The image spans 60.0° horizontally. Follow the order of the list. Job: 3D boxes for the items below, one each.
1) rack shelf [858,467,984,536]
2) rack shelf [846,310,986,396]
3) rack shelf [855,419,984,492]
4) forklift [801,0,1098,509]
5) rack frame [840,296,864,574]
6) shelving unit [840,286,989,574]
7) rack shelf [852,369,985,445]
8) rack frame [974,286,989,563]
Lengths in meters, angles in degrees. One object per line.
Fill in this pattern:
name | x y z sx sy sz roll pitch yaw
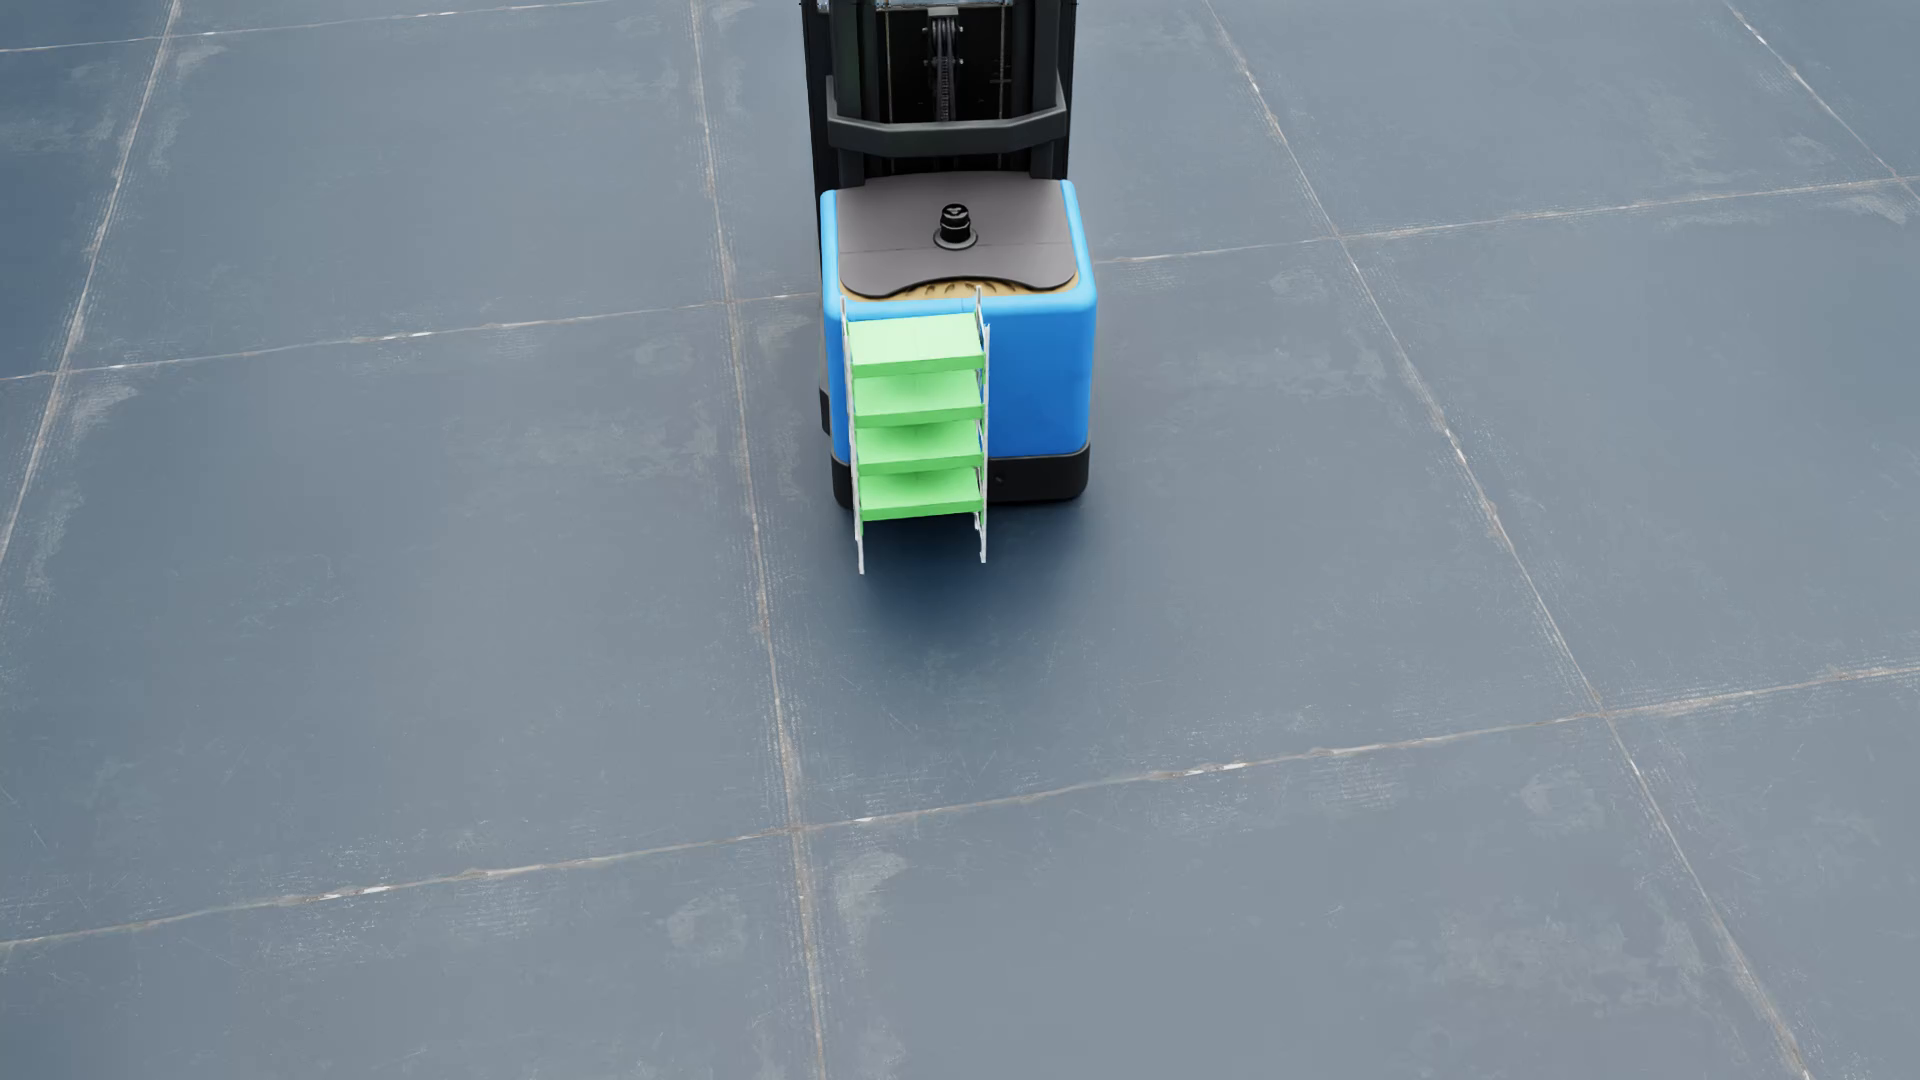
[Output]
rack shelf | -0.162 -0.177 6.509 0.480 0.148 0.258 -5 46 -5
rack shelf | -0.162 -0.676 5.991 0.480 0.148 0.258 -5 46 -5
rack shelf | -0.162 -0.343 6.336 0.480 0.148 0.258 -5 46 -5
forklift | -0.102 -2.201 6.835 1.130 2.935 3.031 -3 46 -3
rack frame | -0.404 -0.366 6.269 0.015 1.200 0.240 -5 46 -5
shelving unit | -0.162 -0.388 6.290 0.503 1.200 0.258 -5 46 -5
rack shelf | -0.162 -0.510 6.164 0.480 0.148 0.258 -5 46 -5
rack frame | 0.080 -0.409 6.311 0.015 1.200 0.240 -5 46 -5
